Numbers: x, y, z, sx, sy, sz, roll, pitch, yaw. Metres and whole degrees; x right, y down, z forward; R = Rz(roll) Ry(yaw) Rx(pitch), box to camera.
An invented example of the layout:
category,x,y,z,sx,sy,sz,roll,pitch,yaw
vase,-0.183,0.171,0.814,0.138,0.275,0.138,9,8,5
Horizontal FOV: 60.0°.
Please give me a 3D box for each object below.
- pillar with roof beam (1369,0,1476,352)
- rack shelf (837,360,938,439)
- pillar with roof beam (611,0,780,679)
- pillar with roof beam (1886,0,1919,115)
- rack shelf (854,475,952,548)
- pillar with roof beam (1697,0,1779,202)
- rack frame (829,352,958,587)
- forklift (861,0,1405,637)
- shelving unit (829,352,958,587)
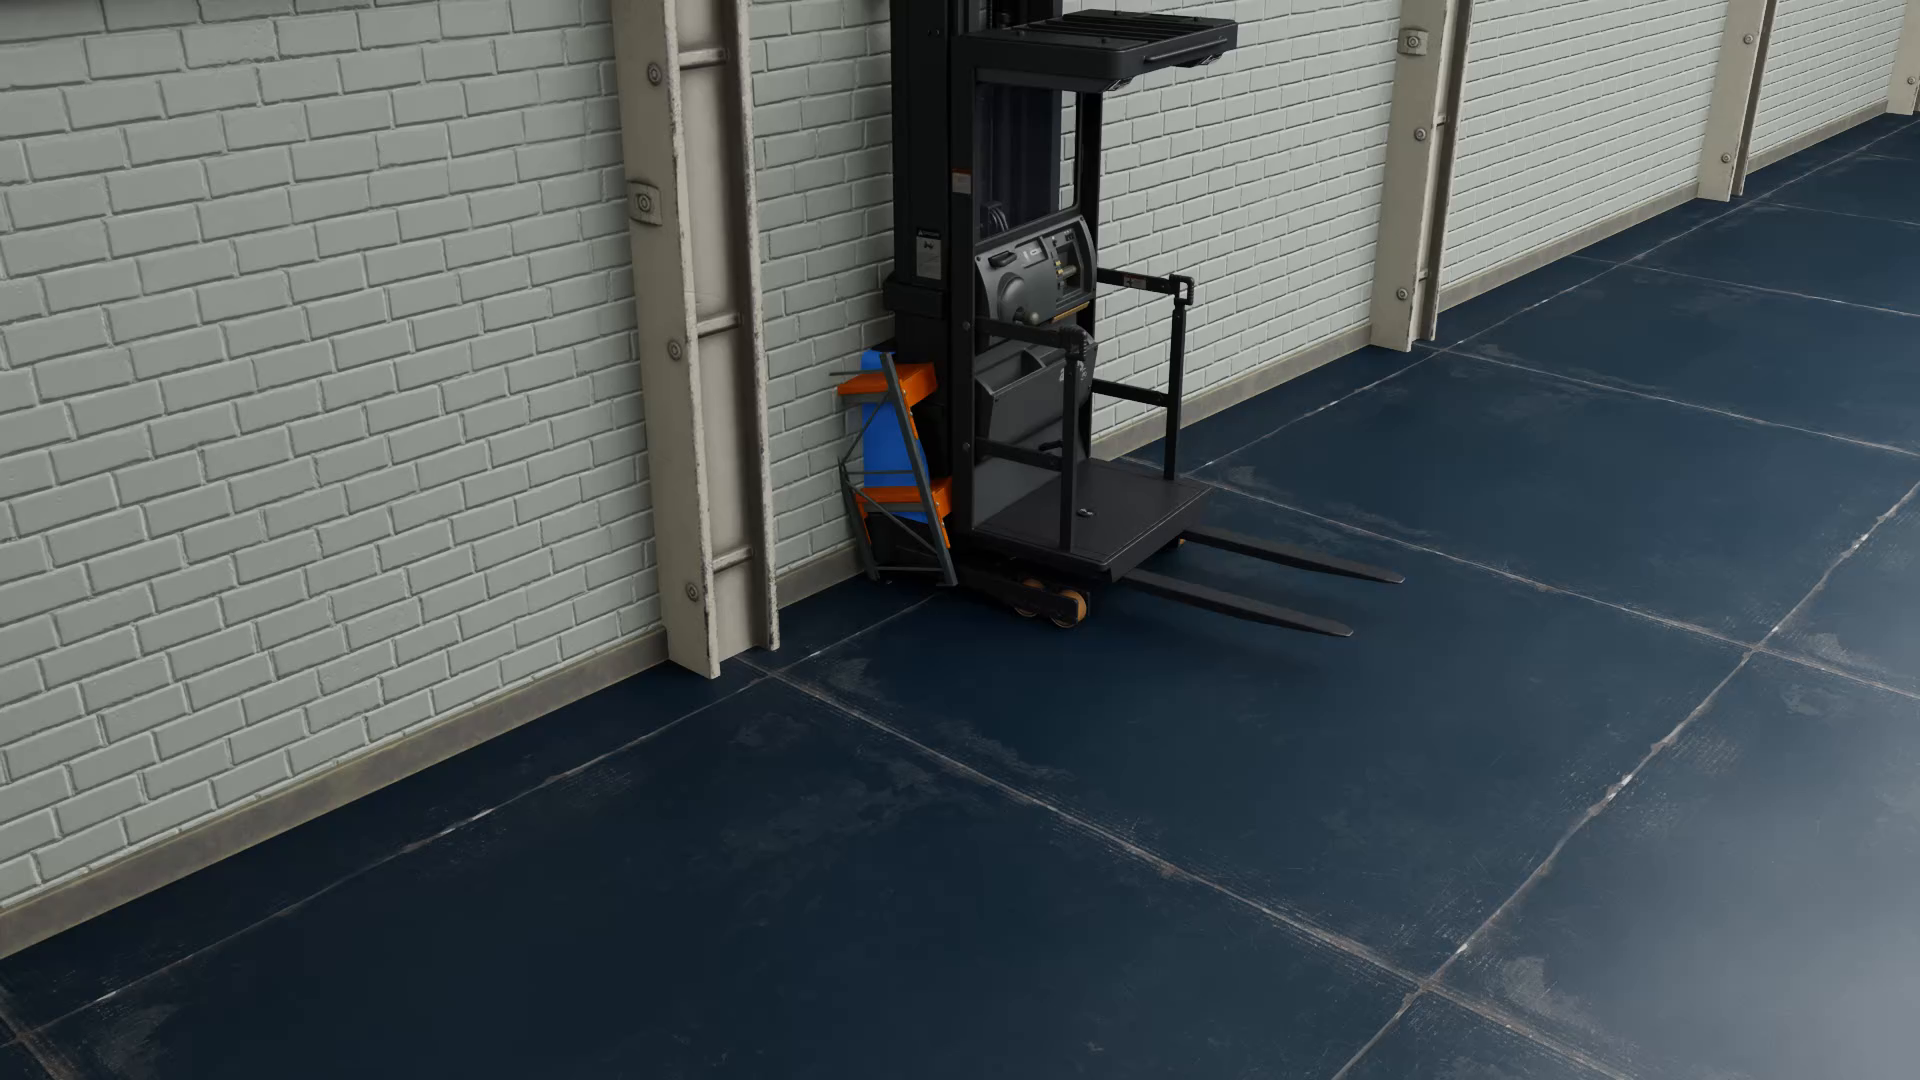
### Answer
category,x,y,z,sx,sy,sz,roll,pitch,yaw
pillar with roof beam,6.186,-4.278,6.793,9.100,9.000,0.400,20,31,38
rack shelf,-0.161,-0.789,7.778,0.538,0.278,1.000,0,26,37
pillar with roof beam,2.182,-2.450,2.716,9.100,9.000,0.400,20,31,38
pillar with roof beam,14.195,-7.934,14.947,9.100,9.000,0.400,20,31,38
rack shelf,-0.022,-0.306,7.967,0.538,0.278,1.000,0,26,37
pillar with roof beam,10.190,-6.106,10.870,9.100,9.000,0.400,20,31,38
rack frame,-0.362,-0.303,7.517,0.500,1.125,0.032,0,26,37
forklift,0.520,-1.196,7.334,3.031,2.935,1.130,15,28,30
shelving unit,-0.085,-0.525,7.881,0.538,1.125,1.048,0,26,37
